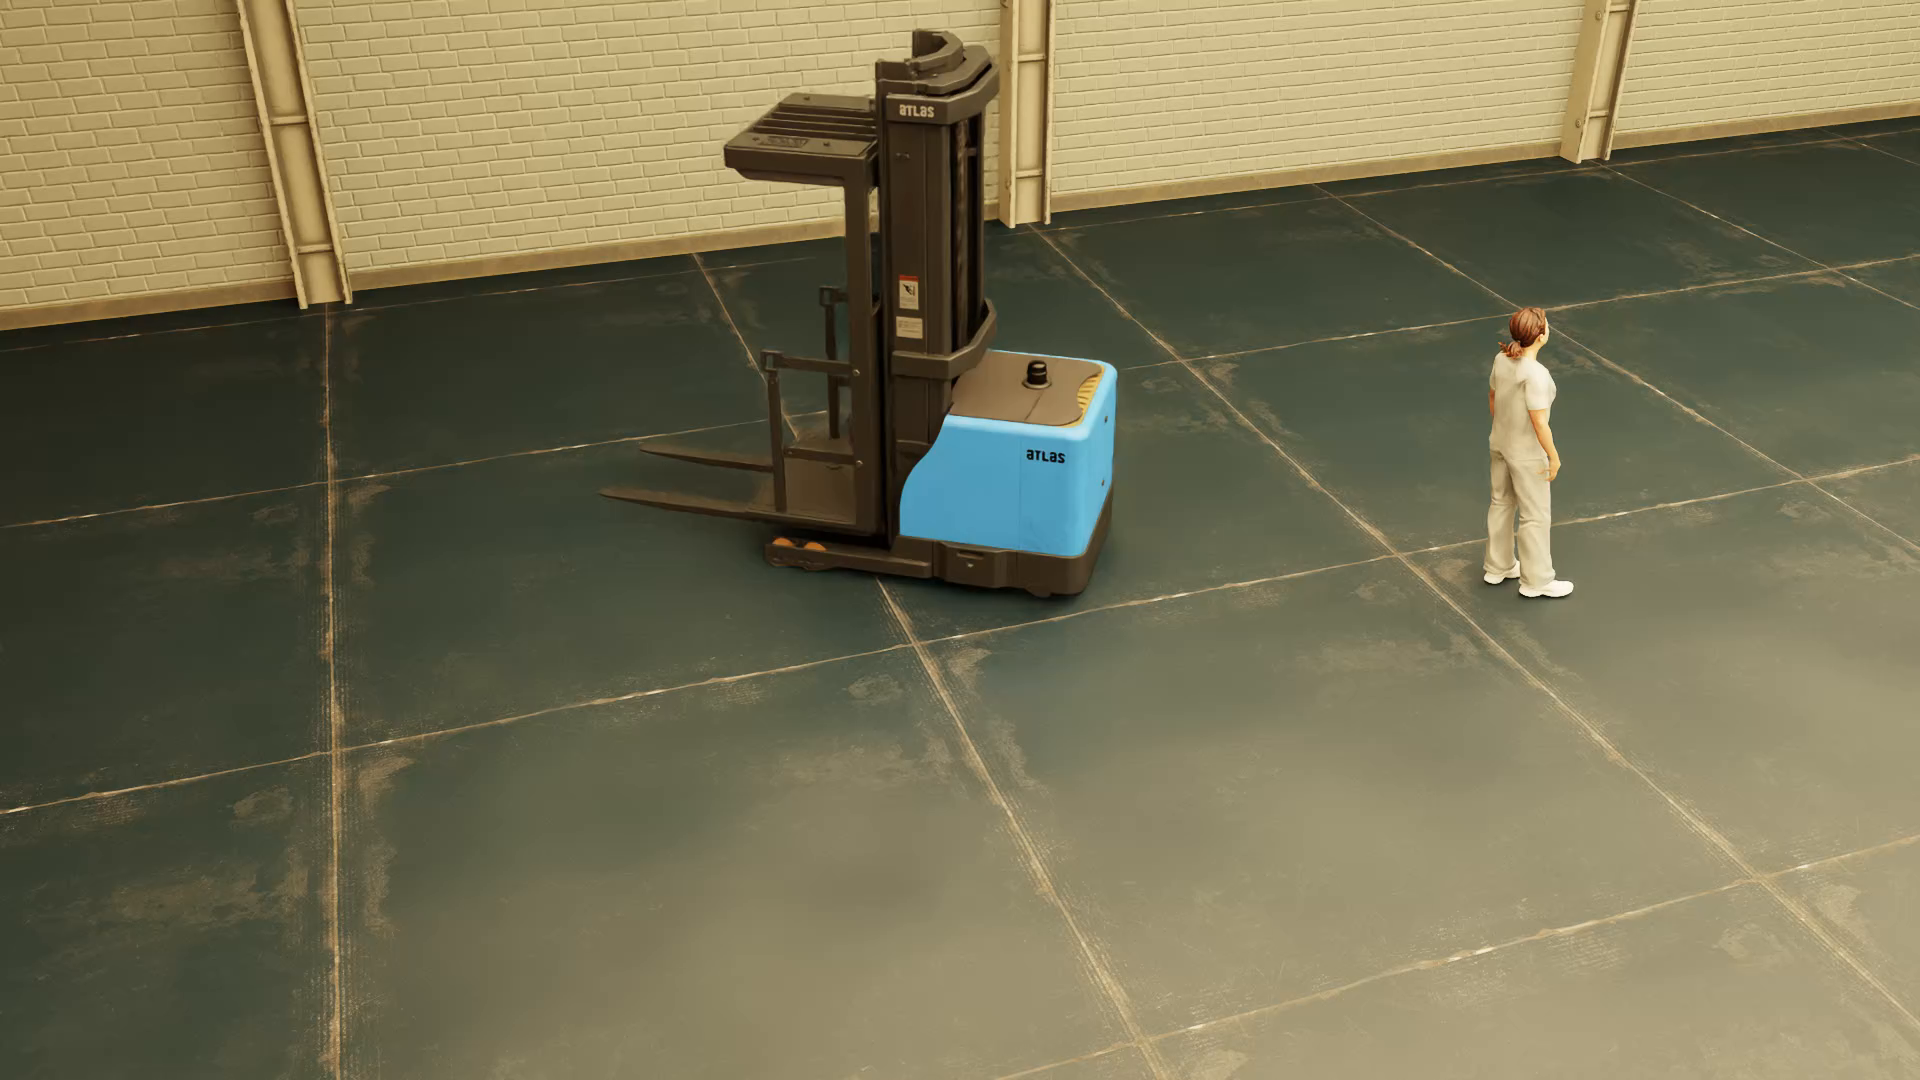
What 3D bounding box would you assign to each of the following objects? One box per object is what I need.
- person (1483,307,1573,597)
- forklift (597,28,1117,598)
[{"bbox_3d":[3.159,-0.502,9.204,0.549,1.674,0.550,-9,31,-15],"label":"person"},{"bbox_3d":[-0.650,-1.332,9.403,3.031,2.935,1.130,7,31,13],"label":"forklift"}]
